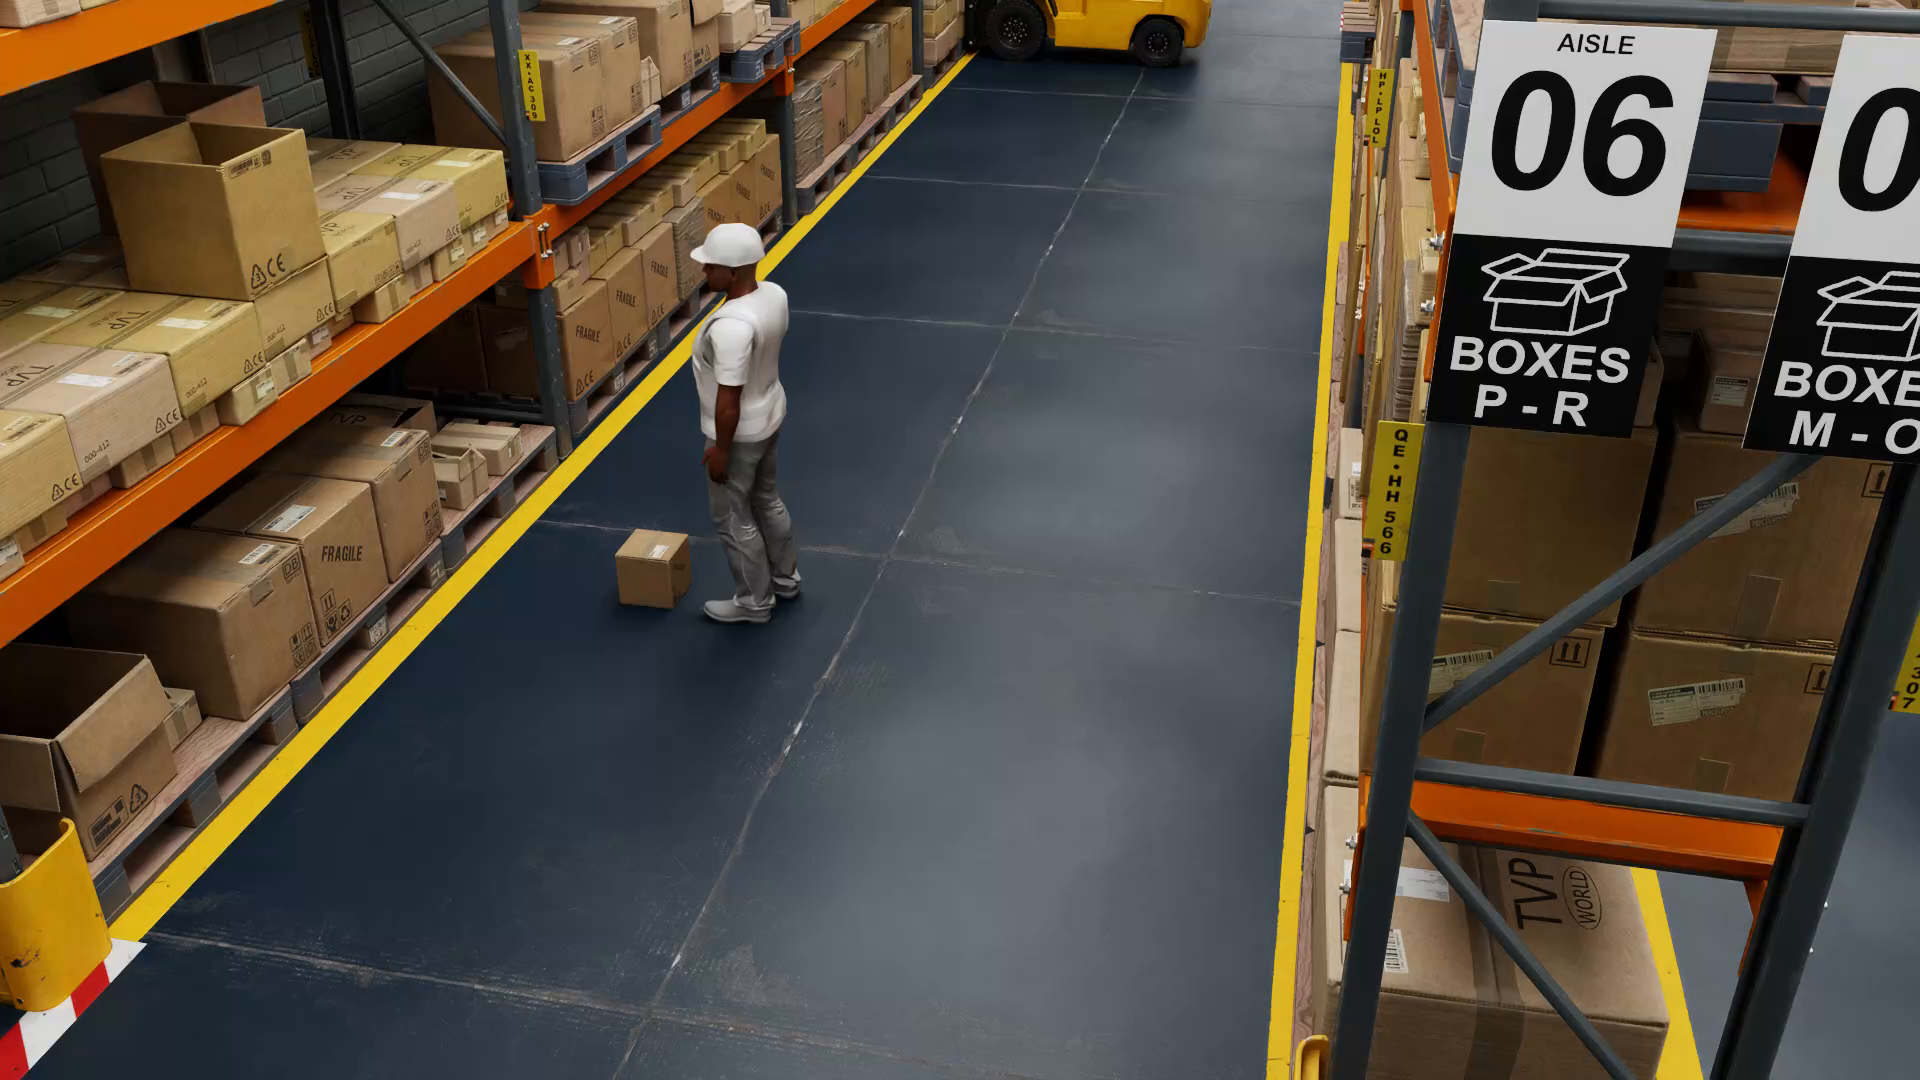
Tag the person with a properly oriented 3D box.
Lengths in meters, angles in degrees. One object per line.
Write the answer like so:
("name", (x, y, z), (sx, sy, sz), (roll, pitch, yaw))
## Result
("person", (-0.920, -0.477, 6.979), (0.376, 1.764, 0.565), (7, 29, 12))
